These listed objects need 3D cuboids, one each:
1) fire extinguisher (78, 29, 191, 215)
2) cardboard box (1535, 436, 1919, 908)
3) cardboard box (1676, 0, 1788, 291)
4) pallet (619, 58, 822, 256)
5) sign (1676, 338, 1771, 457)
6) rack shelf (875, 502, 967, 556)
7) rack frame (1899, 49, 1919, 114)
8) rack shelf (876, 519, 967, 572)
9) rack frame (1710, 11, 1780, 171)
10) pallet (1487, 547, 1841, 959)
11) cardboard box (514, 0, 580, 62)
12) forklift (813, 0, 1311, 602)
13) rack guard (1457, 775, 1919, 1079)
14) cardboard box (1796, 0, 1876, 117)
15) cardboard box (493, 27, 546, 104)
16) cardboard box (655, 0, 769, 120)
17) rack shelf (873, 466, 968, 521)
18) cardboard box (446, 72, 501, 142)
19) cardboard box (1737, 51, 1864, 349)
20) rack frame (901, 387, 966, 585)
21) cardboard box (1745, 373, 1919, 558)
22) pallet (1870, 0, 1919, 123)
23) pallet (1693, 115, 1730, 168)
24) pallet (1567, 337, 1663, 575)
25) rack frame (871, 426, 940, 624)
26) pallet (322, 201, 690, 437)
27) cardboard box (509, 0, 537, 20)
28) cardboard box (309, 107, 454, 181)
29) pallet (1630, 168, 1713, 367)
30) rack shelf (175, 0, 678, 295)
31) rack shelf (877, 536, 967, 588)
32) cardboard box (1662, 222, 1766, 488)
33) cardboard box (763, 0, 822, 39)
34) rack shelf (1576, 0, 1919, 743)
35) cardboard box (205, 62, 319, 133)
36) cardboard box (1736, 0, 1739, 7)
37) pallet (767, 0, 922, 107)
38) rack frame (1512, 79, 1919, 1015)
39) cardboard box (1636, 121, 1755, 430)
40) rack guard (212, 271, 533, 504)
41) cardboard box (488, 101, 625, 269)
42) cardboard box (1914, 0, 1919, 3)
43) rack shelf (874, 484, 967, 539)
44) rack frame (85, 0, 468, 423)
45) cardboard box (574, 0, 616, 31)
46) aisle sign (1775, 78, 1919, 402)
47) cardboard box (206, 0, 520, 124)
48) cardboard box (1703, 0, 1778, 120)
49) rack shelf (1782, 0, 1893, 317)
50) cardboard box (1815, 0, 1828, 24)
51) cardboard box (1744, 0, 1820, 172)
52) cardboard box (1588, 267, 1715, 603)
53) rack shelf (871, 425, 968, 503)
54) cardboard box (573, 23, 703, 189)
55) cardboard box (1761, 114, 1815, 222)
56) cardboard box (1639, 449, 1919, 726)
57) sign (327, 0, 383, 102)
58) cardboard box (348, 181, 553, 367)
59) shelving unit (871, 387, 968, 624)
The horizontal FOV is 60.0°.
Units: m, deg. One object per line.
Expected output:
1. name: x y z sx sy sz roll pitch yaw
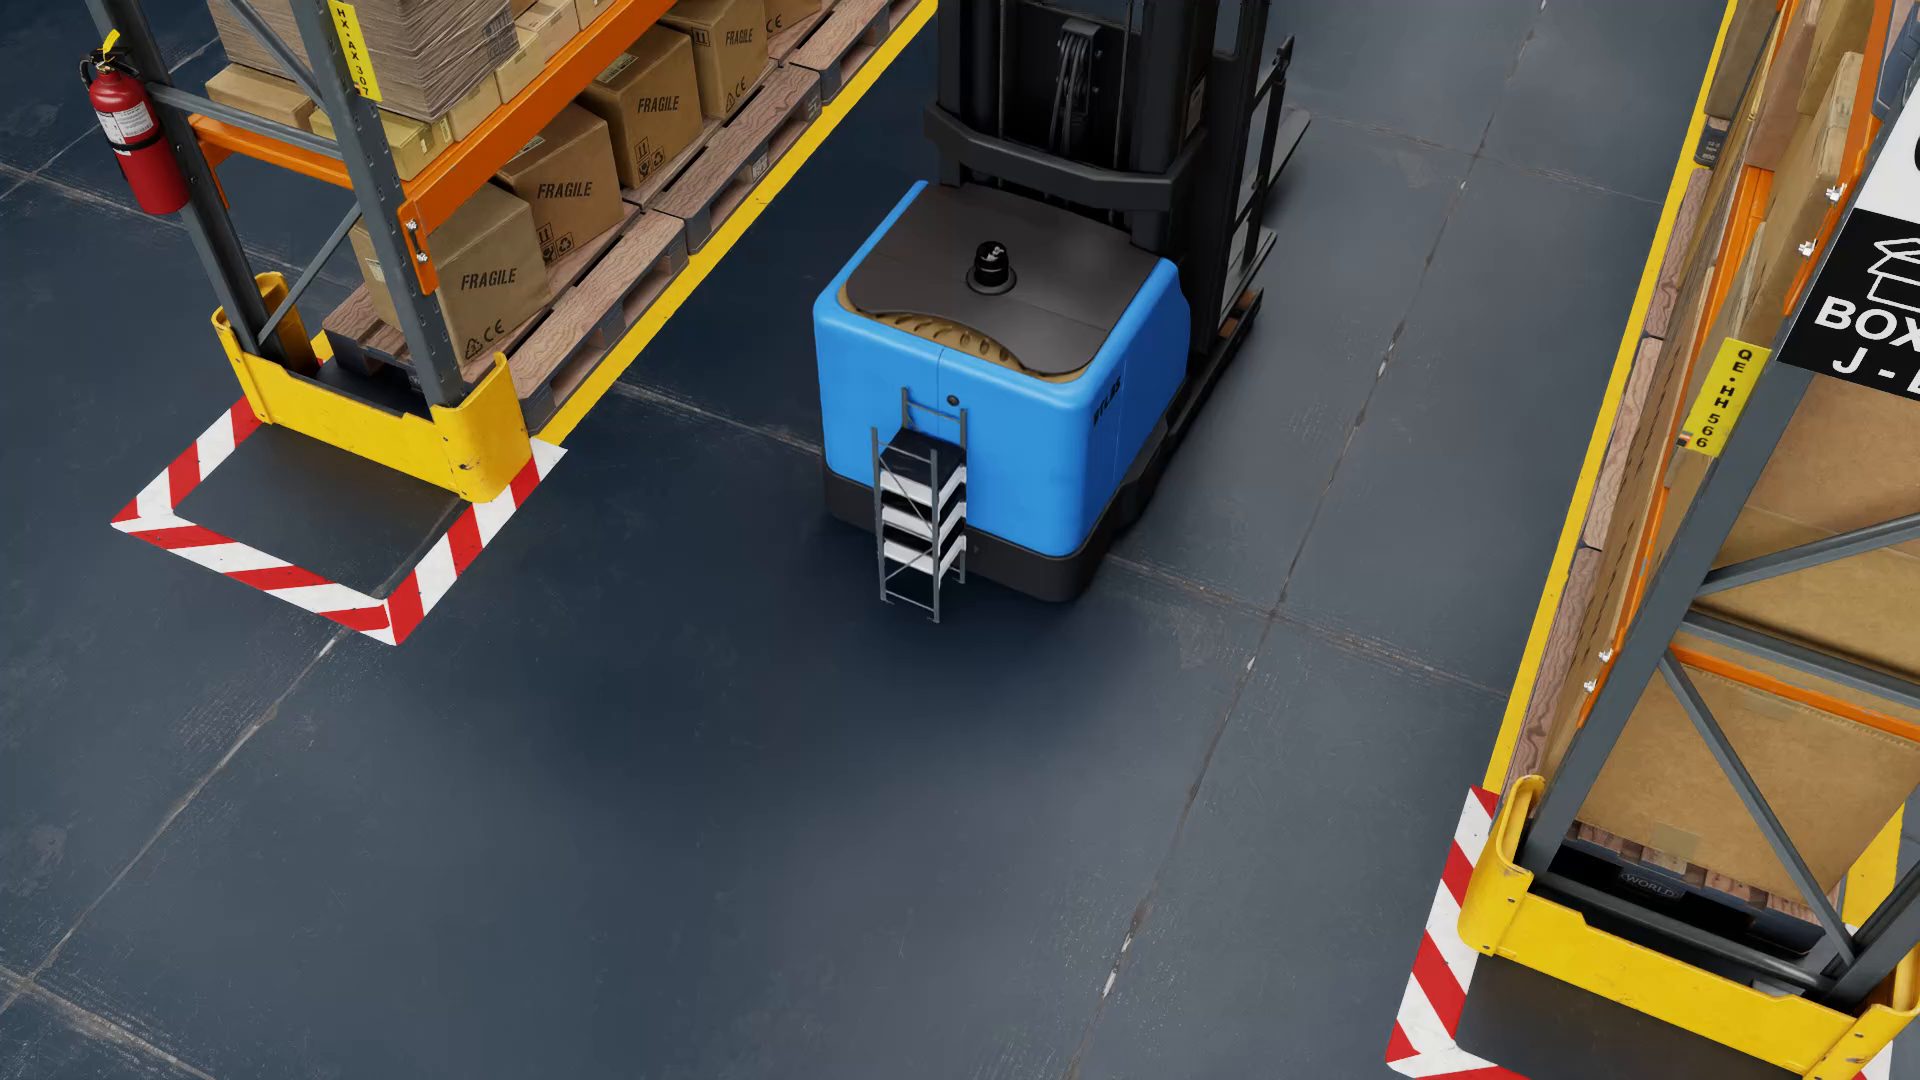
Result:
1. fire extinguisher: -2.759 -1.397 5.520 0.296 0.674 0.183 20 52 16
2. cardboard box: 2.378 0.396 5.063 0.875 0.875 0.875 20 53 16
3. cardboard box: 3.525 -1.459 6.642 0.875 0.875 0.875 21 53 17
4. pallet: -1.359 -1.885 7.715 1.003 0.211 1.213 20 52 16
5. sign: 1.664 -0.306 3.625 0.100 0.325 0.005 20 52 16
6. rack shelf: -0.134 -0.081 5.772 0.258 0.077 0.200 21 53 17
7. rack frame: 2.148 -1.612 1.713 1.000 3.000 0.127 20 52 16
8. rack shelf: -0.134 -0.023 5.840 0.258 0.077 0.200 21 53 17
9. rack frame: 3.857 -2.422 6.341 1.000 3.000 0.127 20 52 16
10. pallet: 2.419 0.660 5.550 1.003 0.211 1.213 20 52 16
11. cardboard box: -1.623 -1.901 6.063 0.380 0.149 0.250 20 52 16
12. forklift: 0.616 -1.859 5.907 1.130 2.935 3.031 21 53 17
13. rack guard: 2.138 1.159 4.936 1.175 0.500 0.348 20 52 16
14. cardboard box: 2.964 -1.467 4.721 0.875 0.550 0.500 20 52 16
15. cardboard box: -1.711 -1.722 5.910 0.380 0.149 0.250 20 52 16
16. cardboard box: -1.223 -2.319 7.619 0.500 0.500 0.500 16 51 13
17. rack shelf: -0.134 -0.197 5.635 0.258 0.077 0.200 21 53 17
18. cardboard box: -1.832 -1.554 5.768 0.380 0.149 0.250 20 52 16
19. cardboard box: 2.493 -0.718 4.084 0.875 0.550 0.550 20 52 16
20. rack frame: -0.088 -0.171 5.805 0.240 0.900 0.006 21 53 17
21. cardboard box: 2.342 -0.309 3.736 0.875 0.550 0.550 20 52 16
22. pallet: 2.456 -1.125 3.327 1.003 0.211 1.213 20 52 16
23. pallet: 4.119 -2.074 7.876 1.003 0.211 1.213 20 52 16
24. pallet: 2.942 -0.177 6.262 1.003 0.211 1.213 20 52 16
25. rack frame: -0.181 -0.034 5.688 0.240 0.900 0.006 21 53 17
26. pallet: -1.882 -1.048 7.003 1.003 0.211 1.213 20 52 16
27. cardboard box: -1.928 -2.233 5.920 0.875 0.500 0.500 20 52 16
28. cardboard box: -1.956 -1.388 5.627 0.380 0.149 0.250 20 52 16
29. pallet: 3.462 -1.020 6.980 1.003 0.211 1.213 20 52 16
30. rack shelf: -1.439 -2.495 6.876 1.077 0.370 4.000 20 52 16
31. rack shelf: -0.134 0.036 5.909 0.258 0.077 0.200 21 53 17
32. cardboard box: 2.481 -0.372 4.499 0.875 0.550 0.550 20 52 16
33. cardboard box: -1.029 -2.772 8.005 0.500 0.500 0.500 36 58 27
34. rack shelf: 3.003 -0.812 5.444 1.077 0.370 4.000 20 52 16
35. cardboard box: -2.358 -1.533 5.750 0.380 0.149 0.250 20 52 16
36. cardboard box: 4.457 -2.949 7.991 1.050 0.750 0.750 20 52 16
37. pallet: -0.839 -2.728 8.433 1.003 0.211 1.213 20 52 16
38. rack frame: 2.148 0.332 3.998 1.000 3.000 0.127 20 52 16
39. cardboard box: 3.144 -0.837 6.112 0.875 0.875 0.875 20 53 16
40. rack guard: -2.261 -0.593 6.427 1.175 0.500 0.348 20 52 16
41. cardboard box: -1.787 -1.525 6.943 0.500 0.500 0.500 33 57 25
42. cardboard box: 1.984 -1.066 3.042 0.380 0.149 0.250 20 52 16
43. rack shelf: -0.134 -0.139 5.703 0.258 0.077 0.200 21 53 17
44. rack frame: -2.293 -1.351 5.430 1.000 3.000 0.127 20 52 16
45. cardboard box: -1.510 -2.070 6.207 0.380 0.149 0.250 20 52 16
46. aisle sign: 1.847 -0.559 3.049 0.394 0.787 0.004 20 52 16
47. cardboard box: -2.033 -1.850 5.593 0.875 0.500 0.500 20 52 16
48. cardboard box: 4.041 -2.286 7.427 1.050 0.750 0.750 20 52 16
49. rack shelf: 3.003 -1.784 4.301 1.077 0.370 4.000 20 52 16
50. cardboard box: 3.184 -1.834 5.034 0.875 0.550 0.550 20 52 16
51. cardboard box: 3.159 -1.493 5.453 0.875 0.550 0.550 20 52 16
52. cardboard box: 2.752 -0.210 5.579 0.875 0.875 0.875 19 52 16
53. rack shelf: -0.134 -0.256 5.566 0.258 0.077 0.200 21 53 17
54. cardboard box: -1.502 -1.949 7.305 0.500 0.500 0.500 24 54 19
55. cardboard box: 3.023 -1.096 5.114 0.875 0.550 0.500 20 52 16
56. cardboard box: 2.266 0.013 4.171 0.875 0.550 0.550 20 52 16
57. sign: -1.802 -1.455 4.950 0.100 0.325 0.005 20 52 16
58. cardboard box: -2.011 -1.102 6.583 0.500 0.500 0.500 29 55 22
59. shelving unit: -0.134 -0.102 5.746 0.258 0.900 0.210 21 53 17
